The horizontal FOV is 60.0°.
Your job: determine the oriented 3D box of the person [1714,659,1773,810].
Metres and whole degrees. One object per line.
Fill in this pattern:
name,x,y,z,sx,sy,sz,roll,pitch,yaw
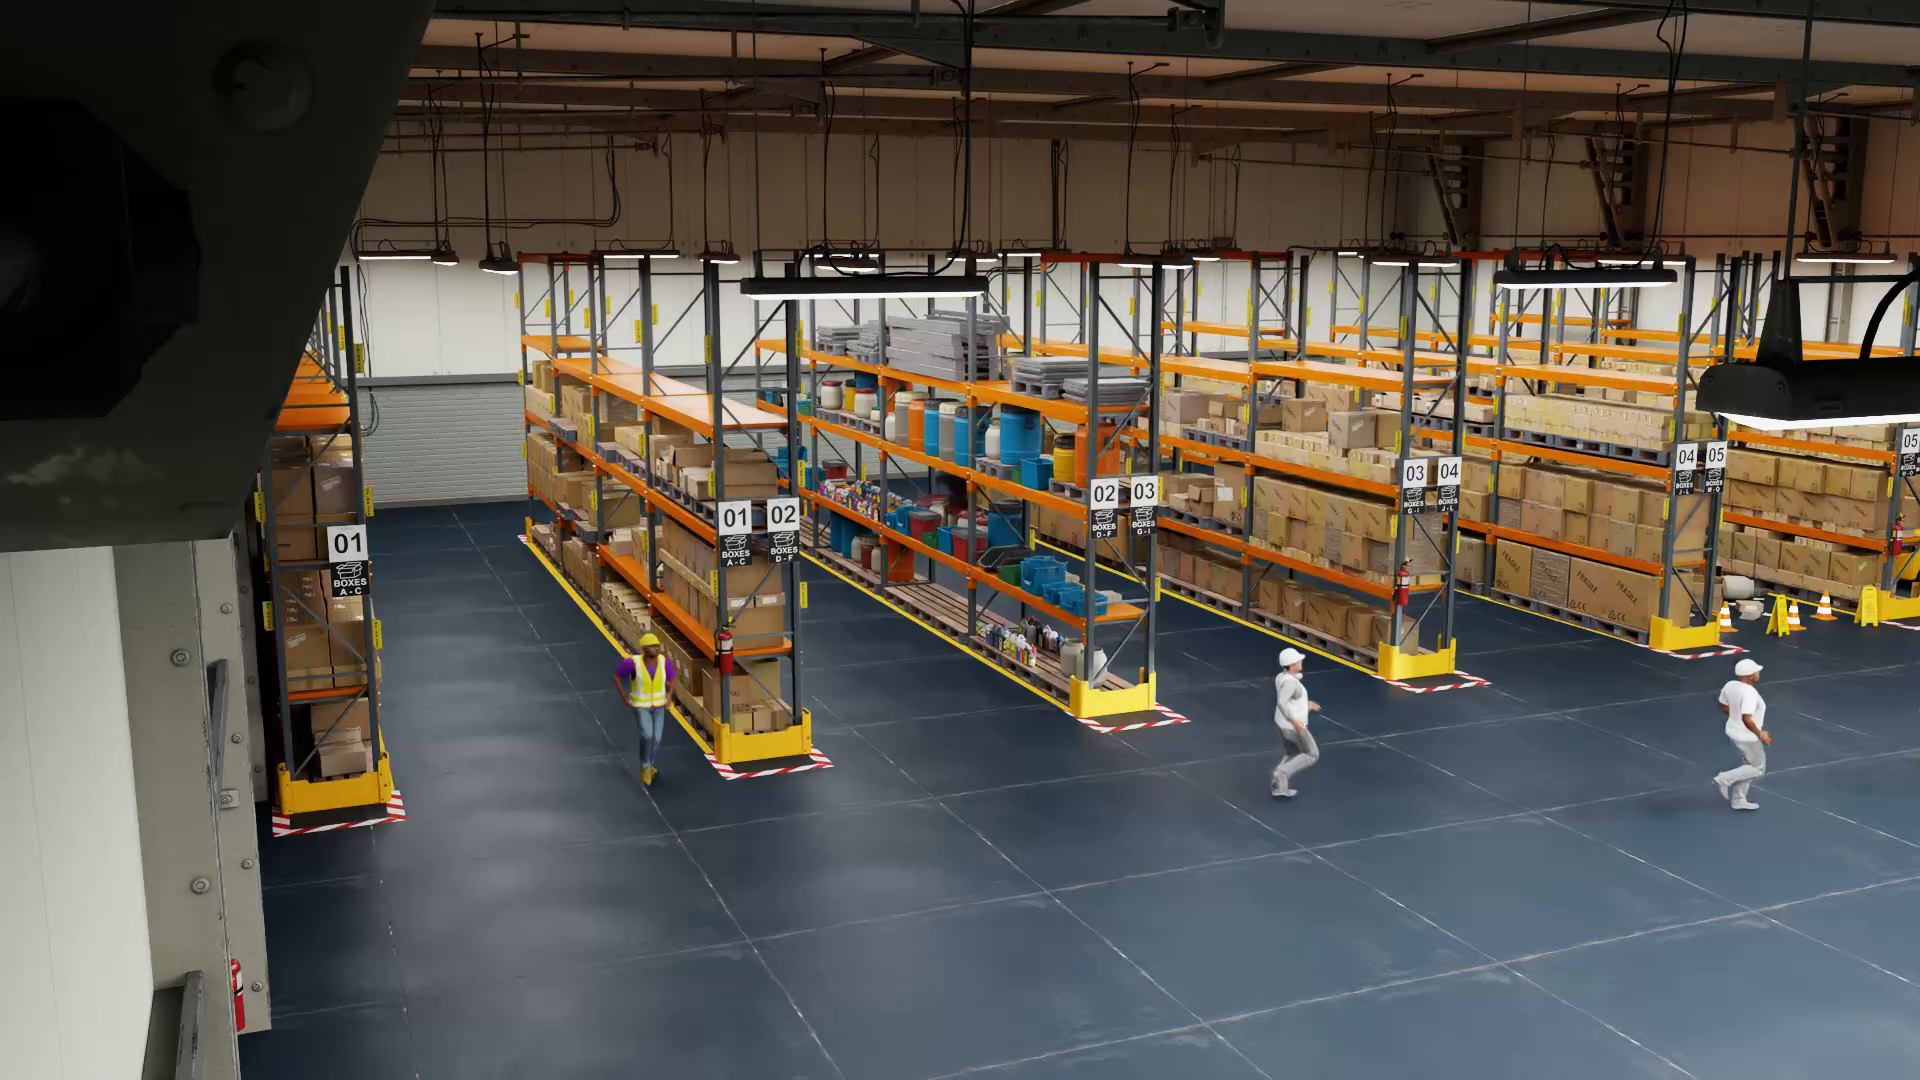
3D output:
person,8.660,2.163,18.468,0.589,1.721,0.702,0,10,-1

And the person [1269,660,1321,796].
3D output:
person,3.815,2.100,18.864,0.575,1.675,0.645,0,10,-2

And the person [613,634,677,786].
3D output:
person,-3.637,1.968,19.488,0.714,1.767,0.674,-6,12,-30
